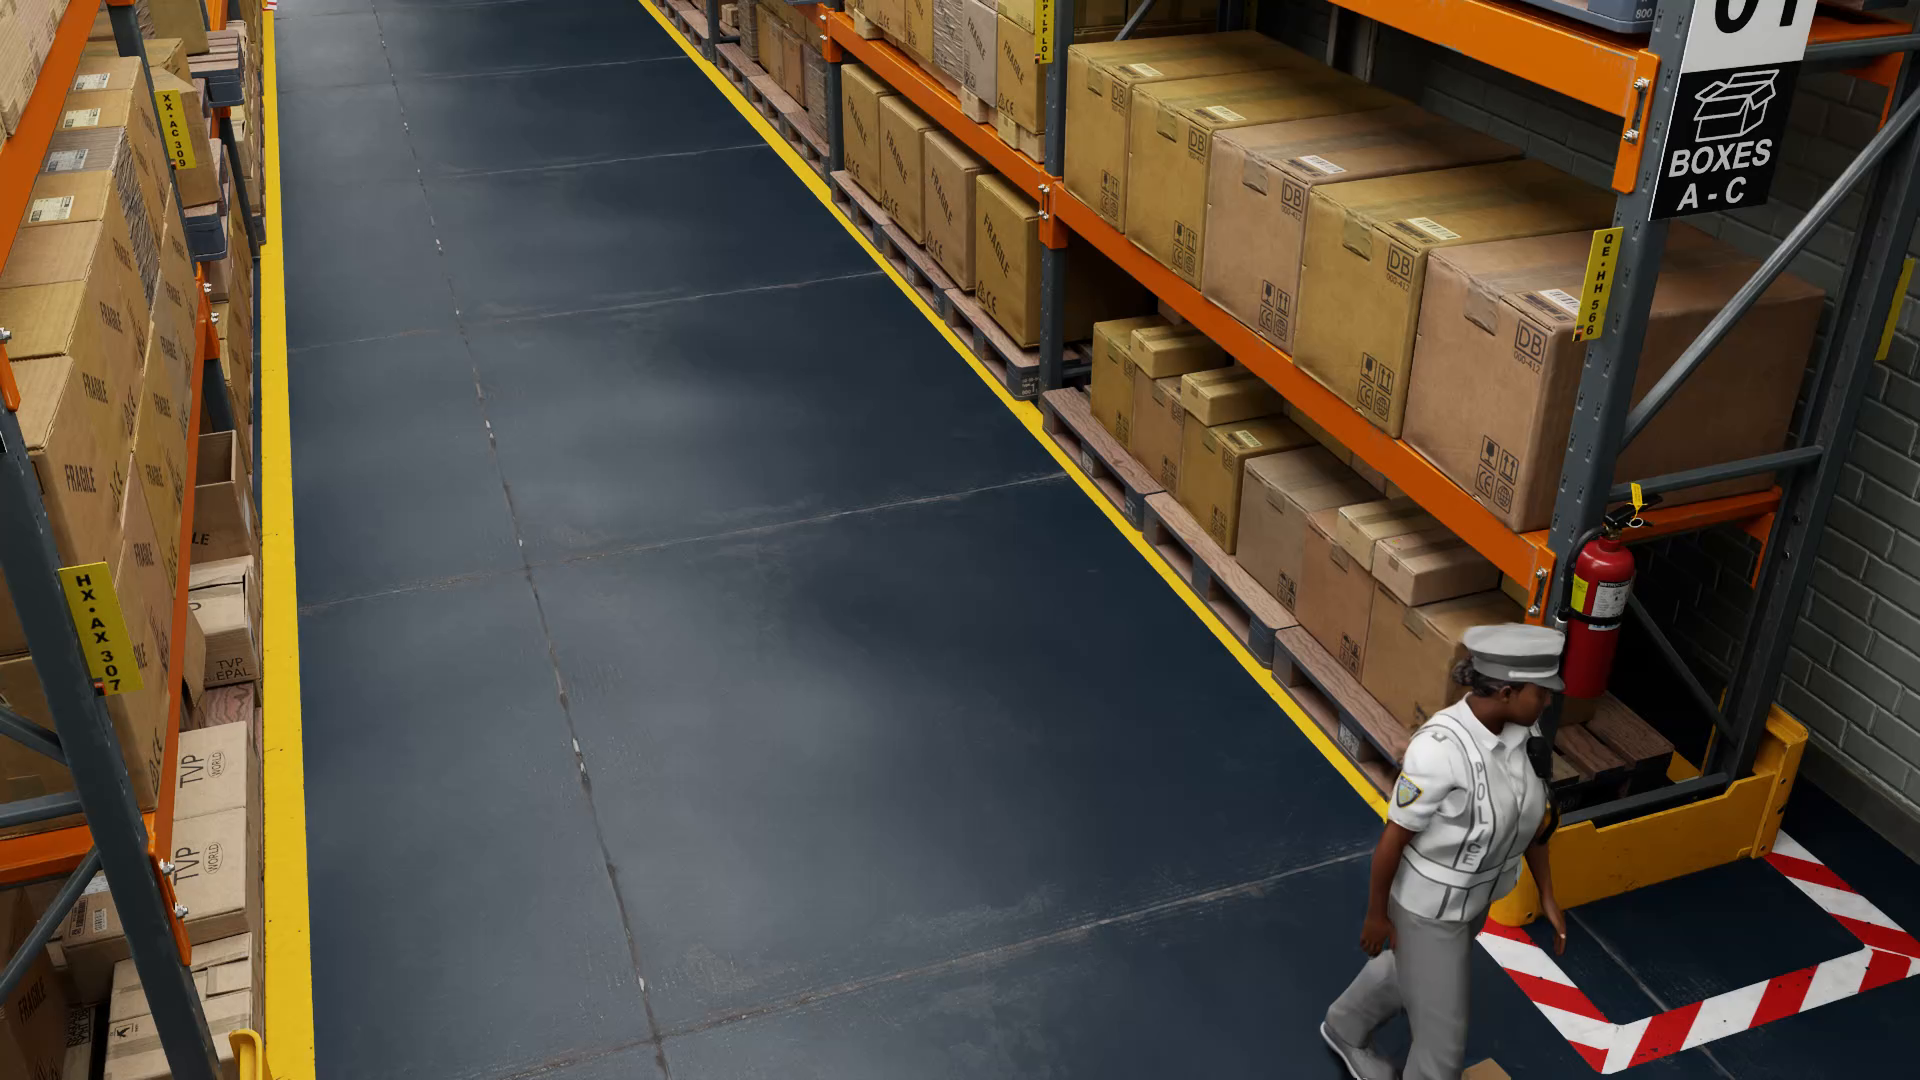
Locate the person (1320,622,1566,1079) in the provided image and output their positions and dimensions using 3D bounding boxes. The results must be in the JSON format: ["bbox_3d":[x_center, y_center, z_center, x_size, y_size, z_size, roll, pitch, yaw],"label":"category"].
[{"bbox_3d":[1.331,0.989,4.419,0.547,1.650,0.794,-22,36,-33],"label":"person"}]
